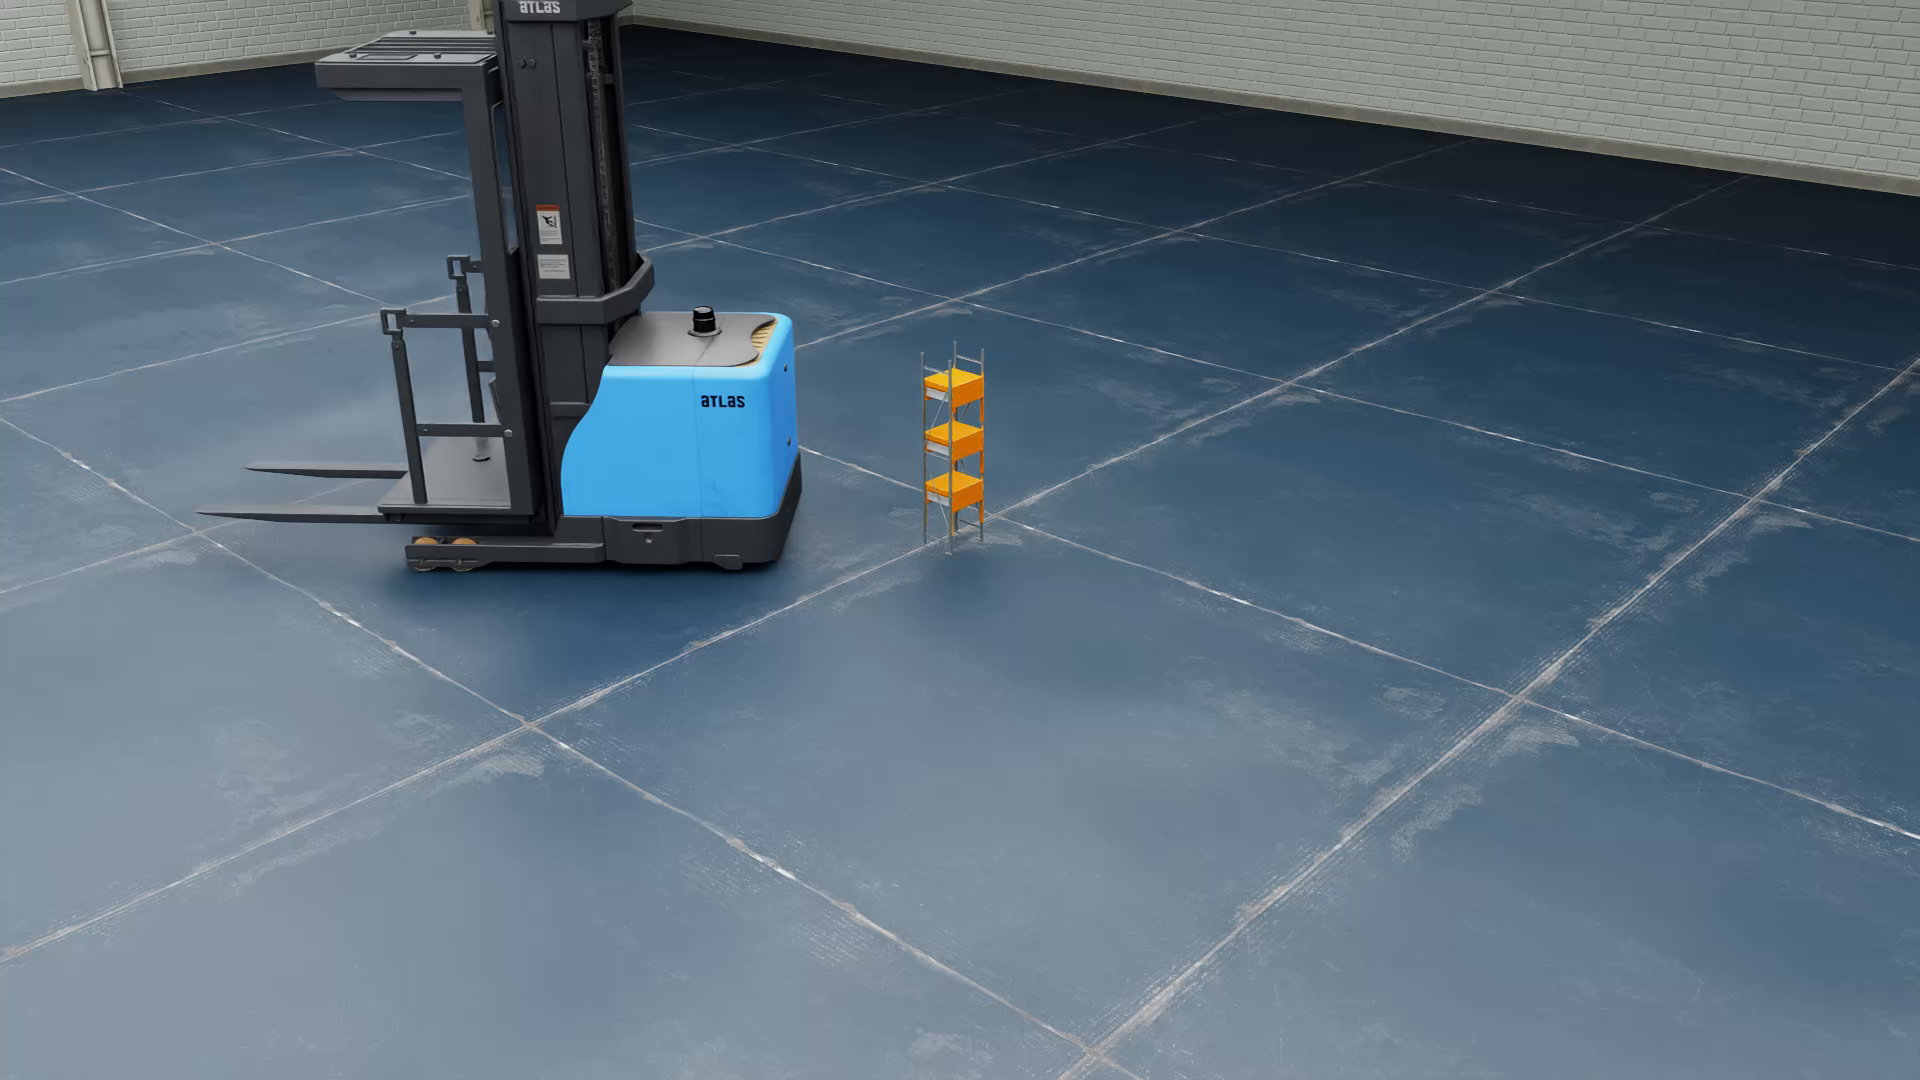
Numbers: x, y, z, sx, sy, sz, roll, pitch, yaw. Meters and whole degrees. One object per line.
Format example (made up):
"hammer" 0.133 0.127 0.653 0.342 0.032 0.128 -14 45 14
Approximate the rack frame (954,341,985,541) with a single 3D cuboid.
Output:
"rack frame" 0.046 -0.500 8.582 0.200 1.050 0.008 20 31 38

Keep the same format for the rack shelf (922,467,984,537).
"rack shelf" -0.036 -0.199 8.617 0.215 0.259 0.240 20 31 38

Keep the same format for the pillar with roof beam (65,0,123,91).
"pillar with roof beam" -8.250 -8.981 17.781 9.100 9.000 0.400 20 31 38

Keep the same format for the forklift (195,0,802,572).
"forklift" -2.402 -1.392 8.273 3.031 2.935 1.130 1 24 2

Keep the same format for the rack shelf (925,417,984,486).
"rack shelf" -0.036 -0.453 8.503 0.215 0.259 0.240 20 31 38

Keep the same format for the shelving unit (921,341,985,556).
"shelving unit" -0.036 -0.463 8.499 0.215 1.050 0.252 20 31 38

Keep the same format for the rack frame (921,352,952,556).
"rack frame" -0.117 -0.426 8.416 0.200 1.050 0.008 20 31 38

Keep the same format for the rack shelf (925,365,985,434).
"rack shelf" -0.036 -0.712 8.387 0.215 0.259 0.240 20 31 38
